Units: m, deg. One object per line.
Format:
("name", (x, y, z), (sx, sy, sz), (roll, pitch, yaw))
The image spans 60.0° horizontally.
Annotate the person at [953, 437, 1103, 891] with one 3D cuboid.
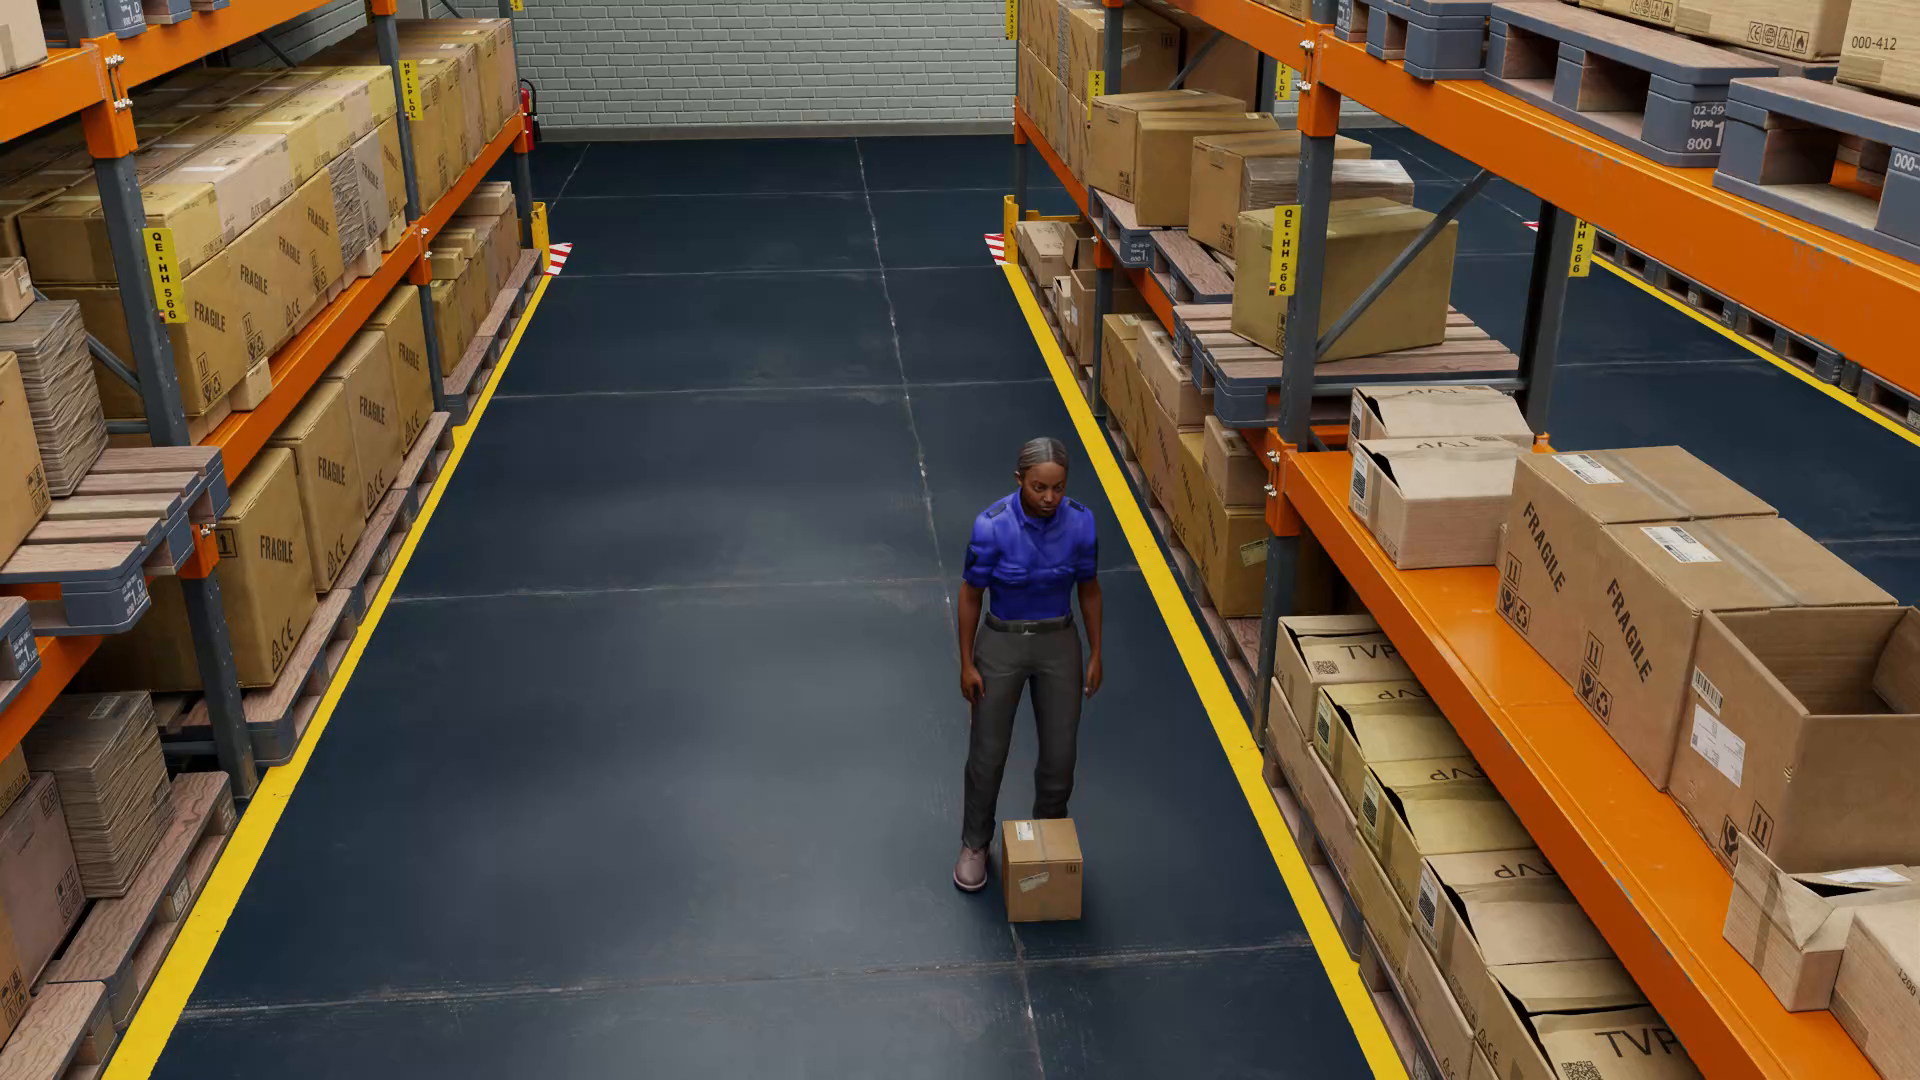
("person", (0.228, 0.408, 5.683), (0.531, 1.656, 0.346), (-4, 24, -8))
